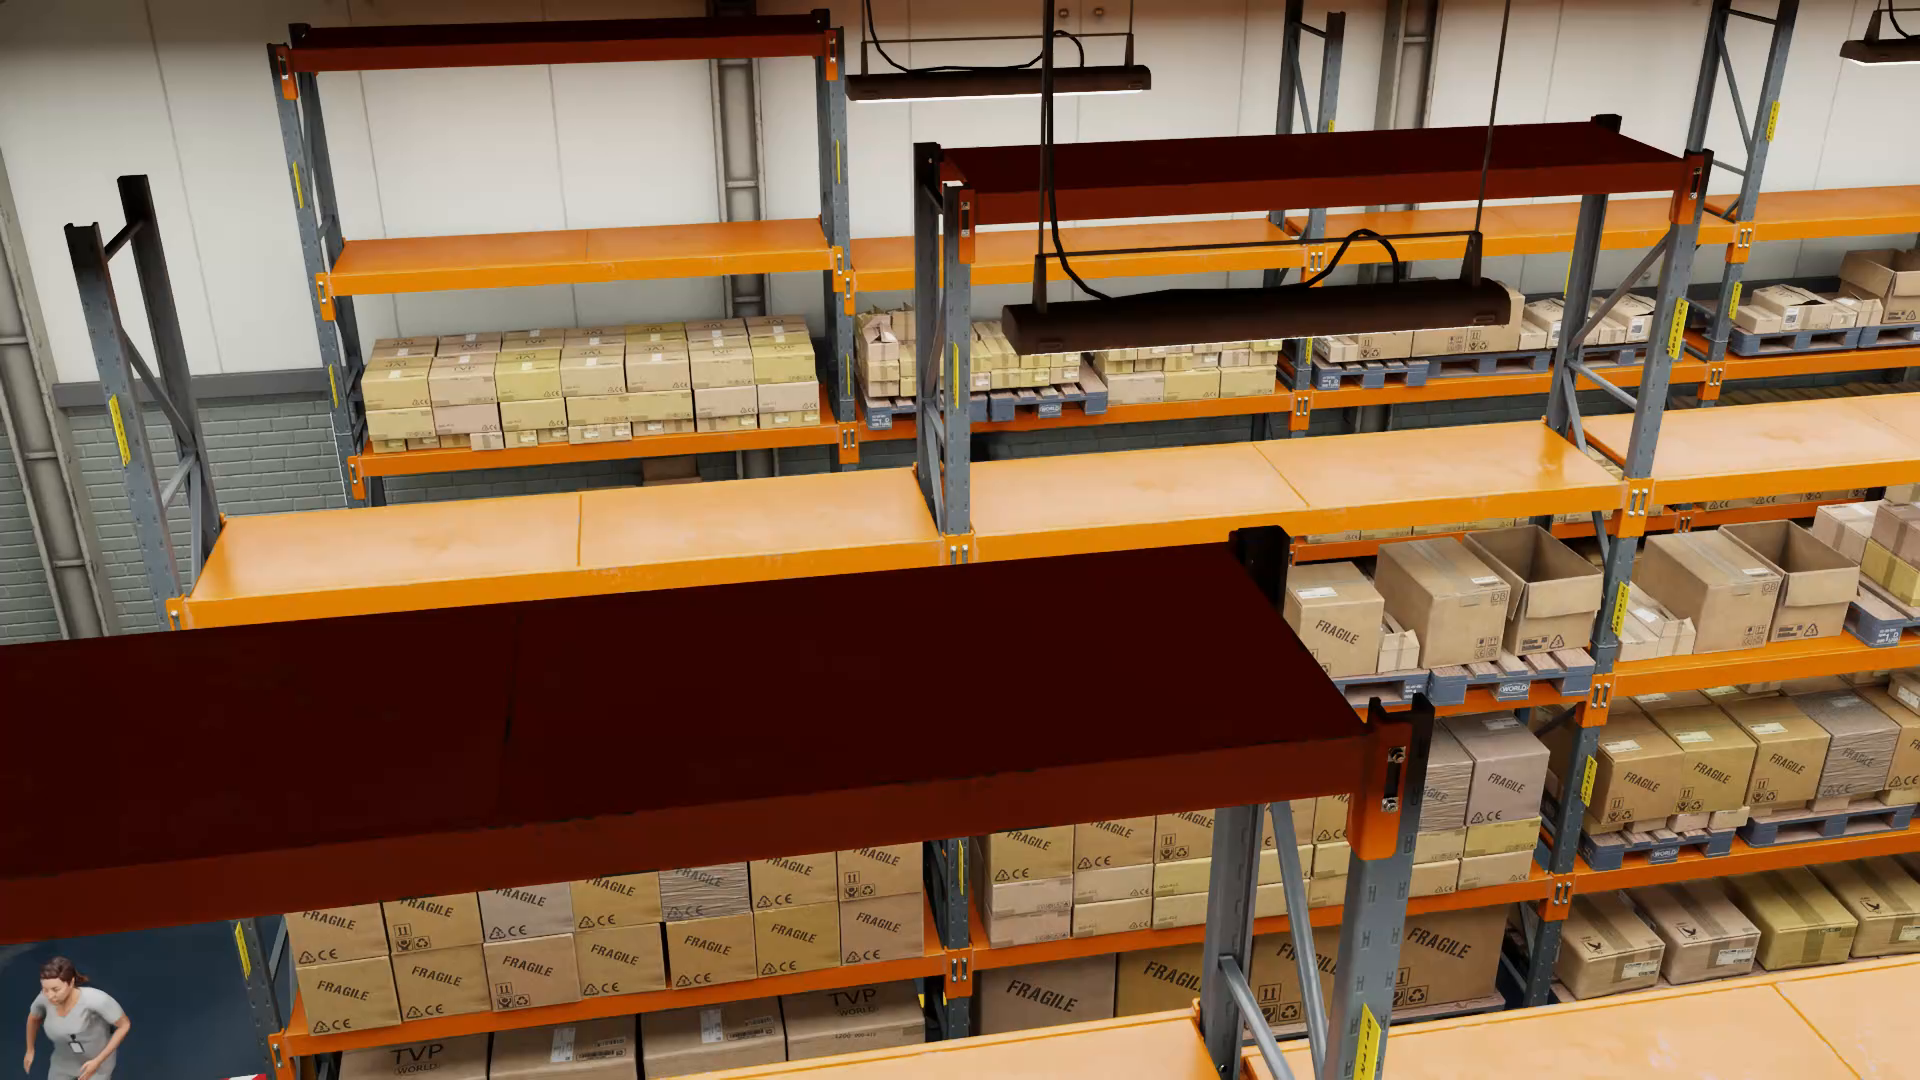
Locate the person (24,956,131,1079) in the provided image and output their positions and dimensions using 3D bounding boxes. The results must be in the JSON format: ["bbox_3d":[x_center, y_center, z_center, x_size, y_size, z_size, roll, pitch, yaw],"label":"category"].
[{"bbox_3d":[-5.333,3.147,9.907,0.835,1.594,0.813,1,26,3],"label":"person"}]
